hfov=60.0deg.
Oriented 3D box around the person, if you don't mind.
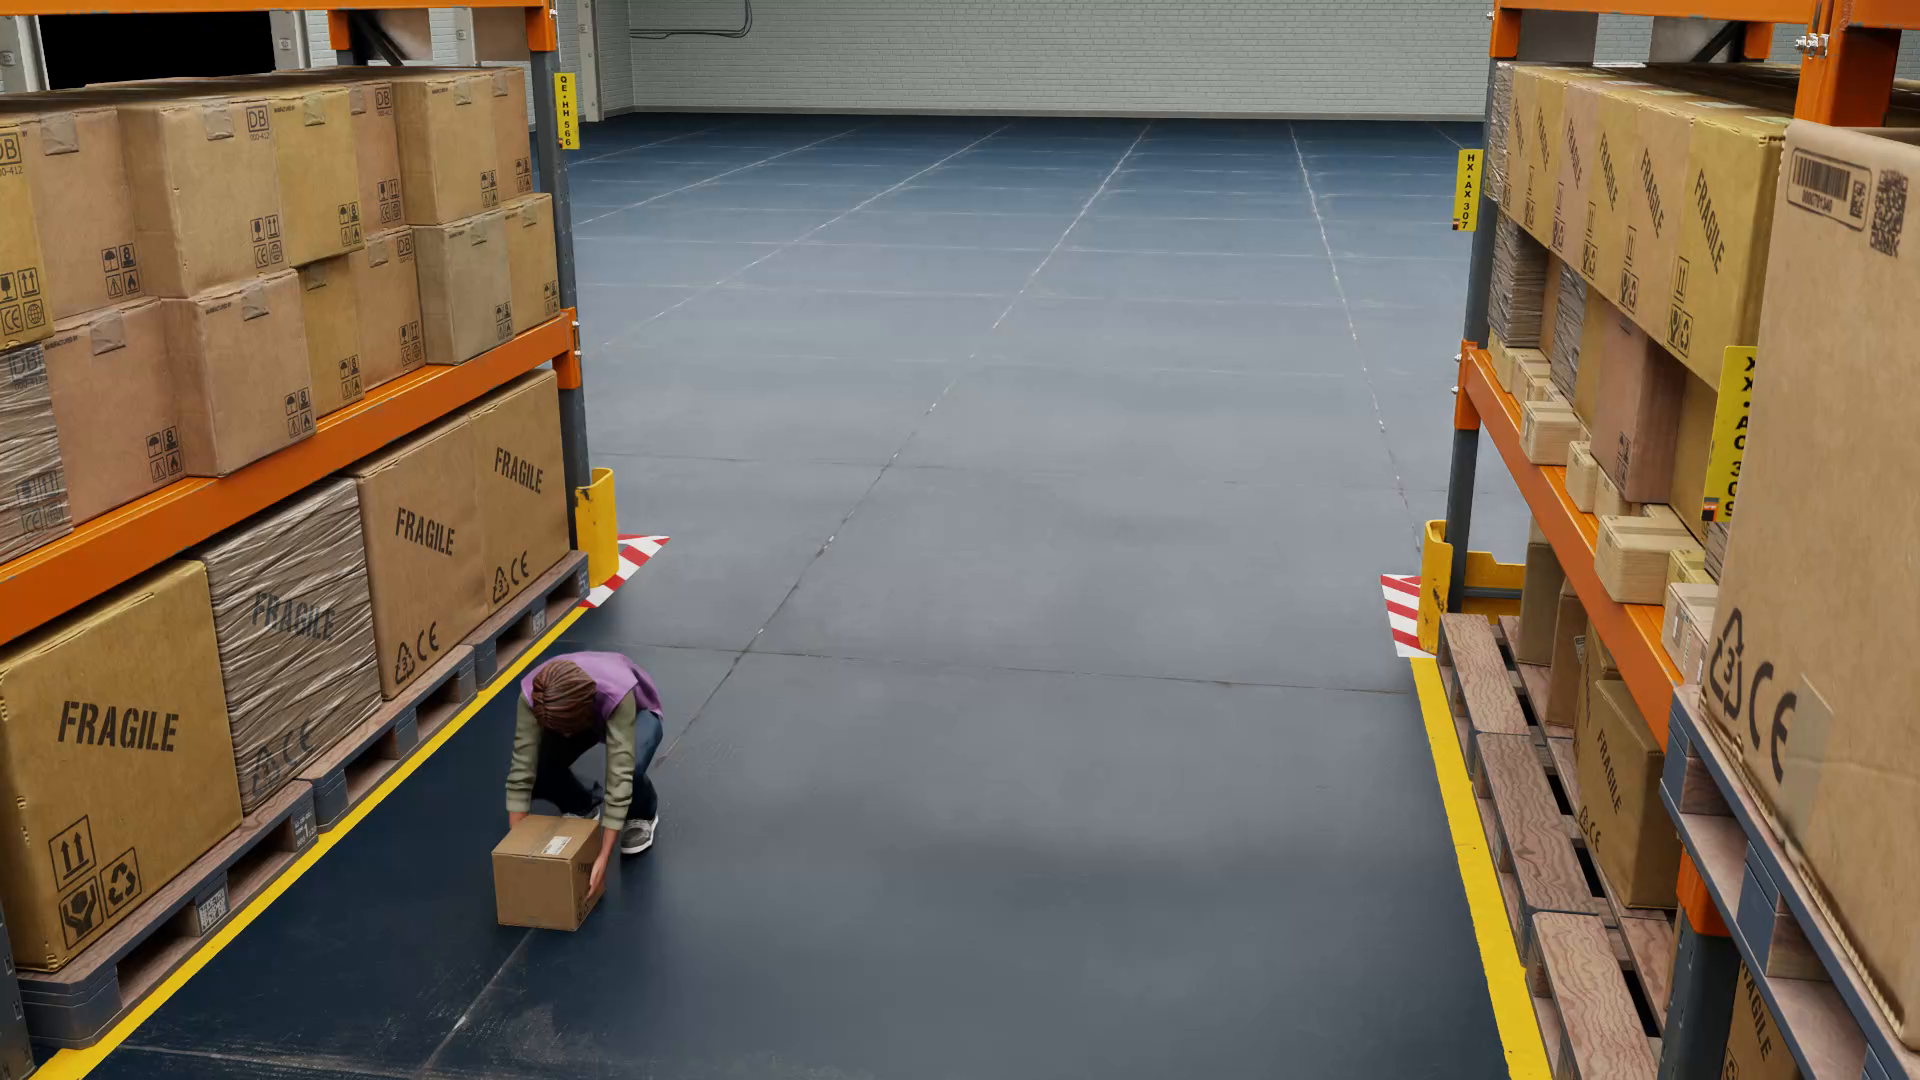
[{"bbox_3d":[-1.199,0.680,5.355,0.436,0.763,0.806,3,18,9],"label":"person"}]
